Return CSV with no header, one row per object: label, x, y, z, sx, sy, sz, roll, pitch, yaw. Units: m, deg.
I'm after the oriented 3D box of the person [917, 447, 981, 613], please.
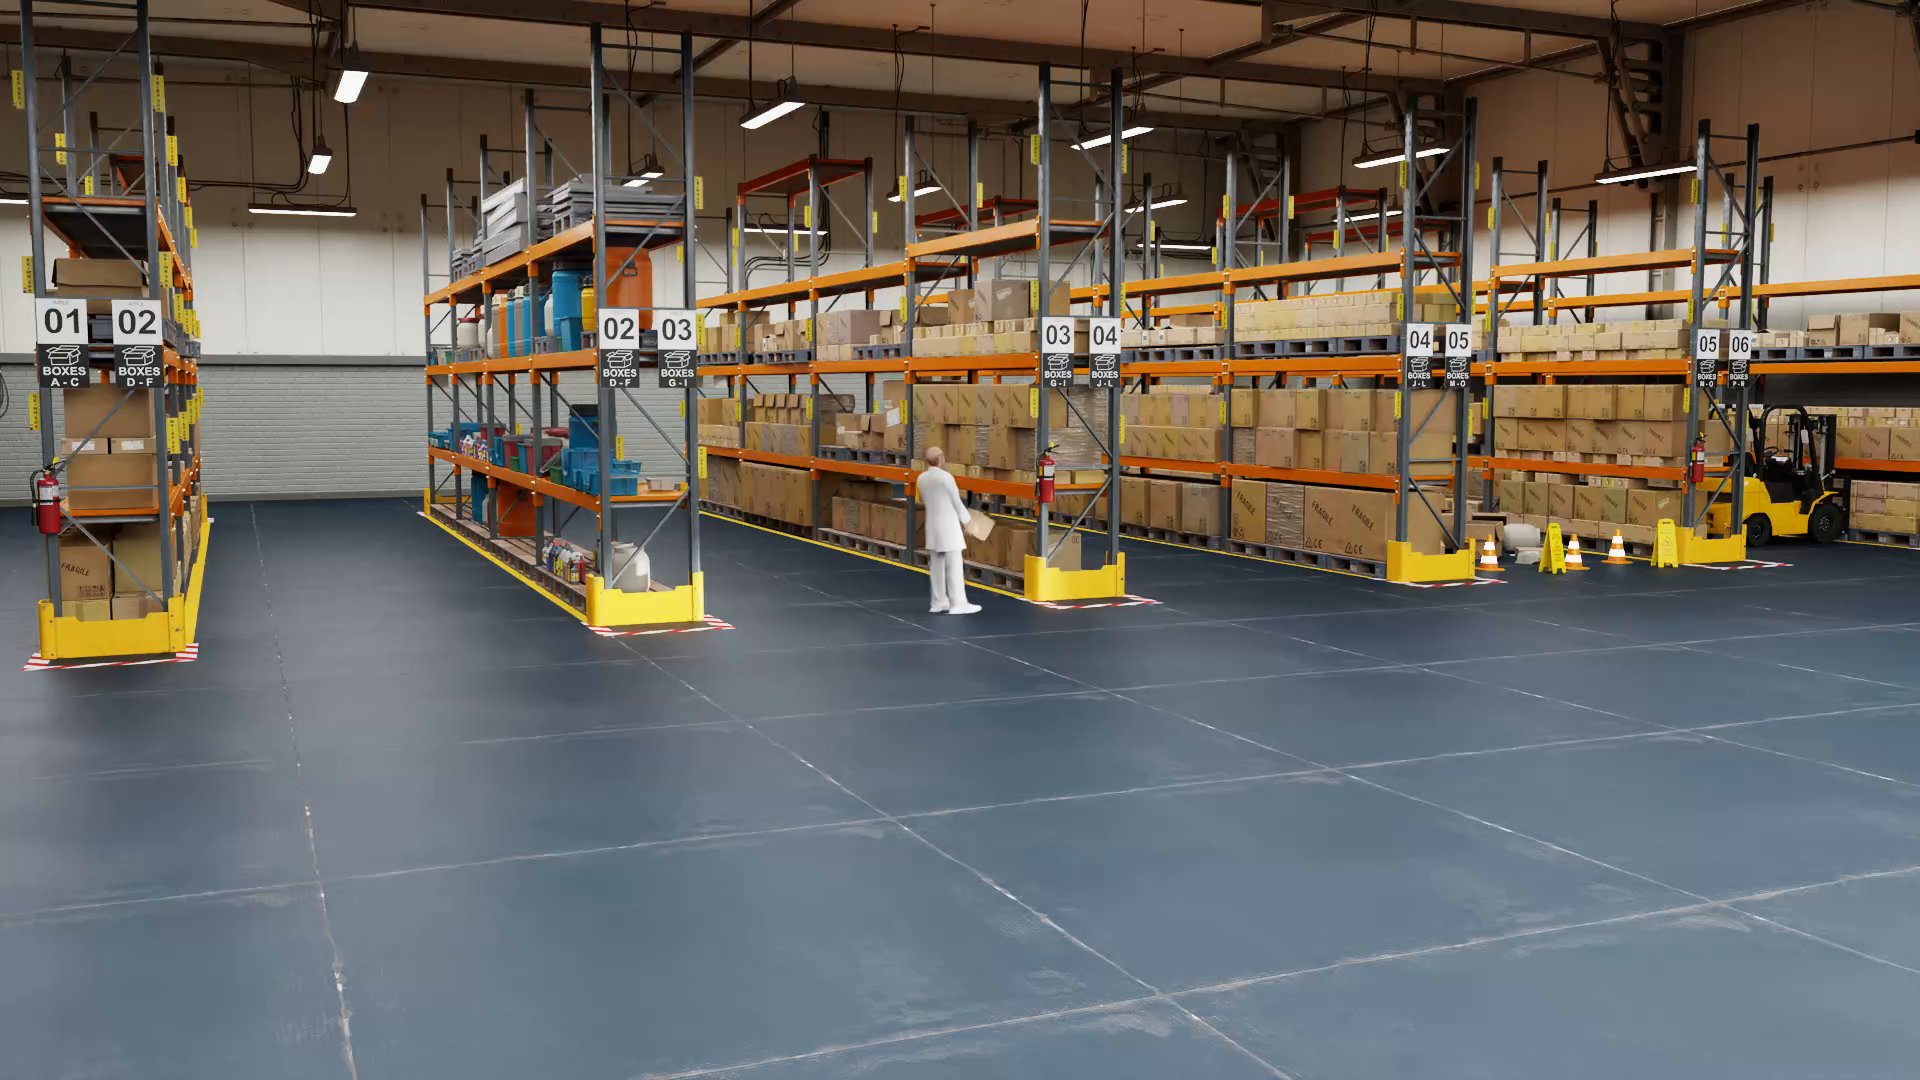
person,-0.138,-0.114,17.871,0.511,1.781,0.594,-5,7,-43
